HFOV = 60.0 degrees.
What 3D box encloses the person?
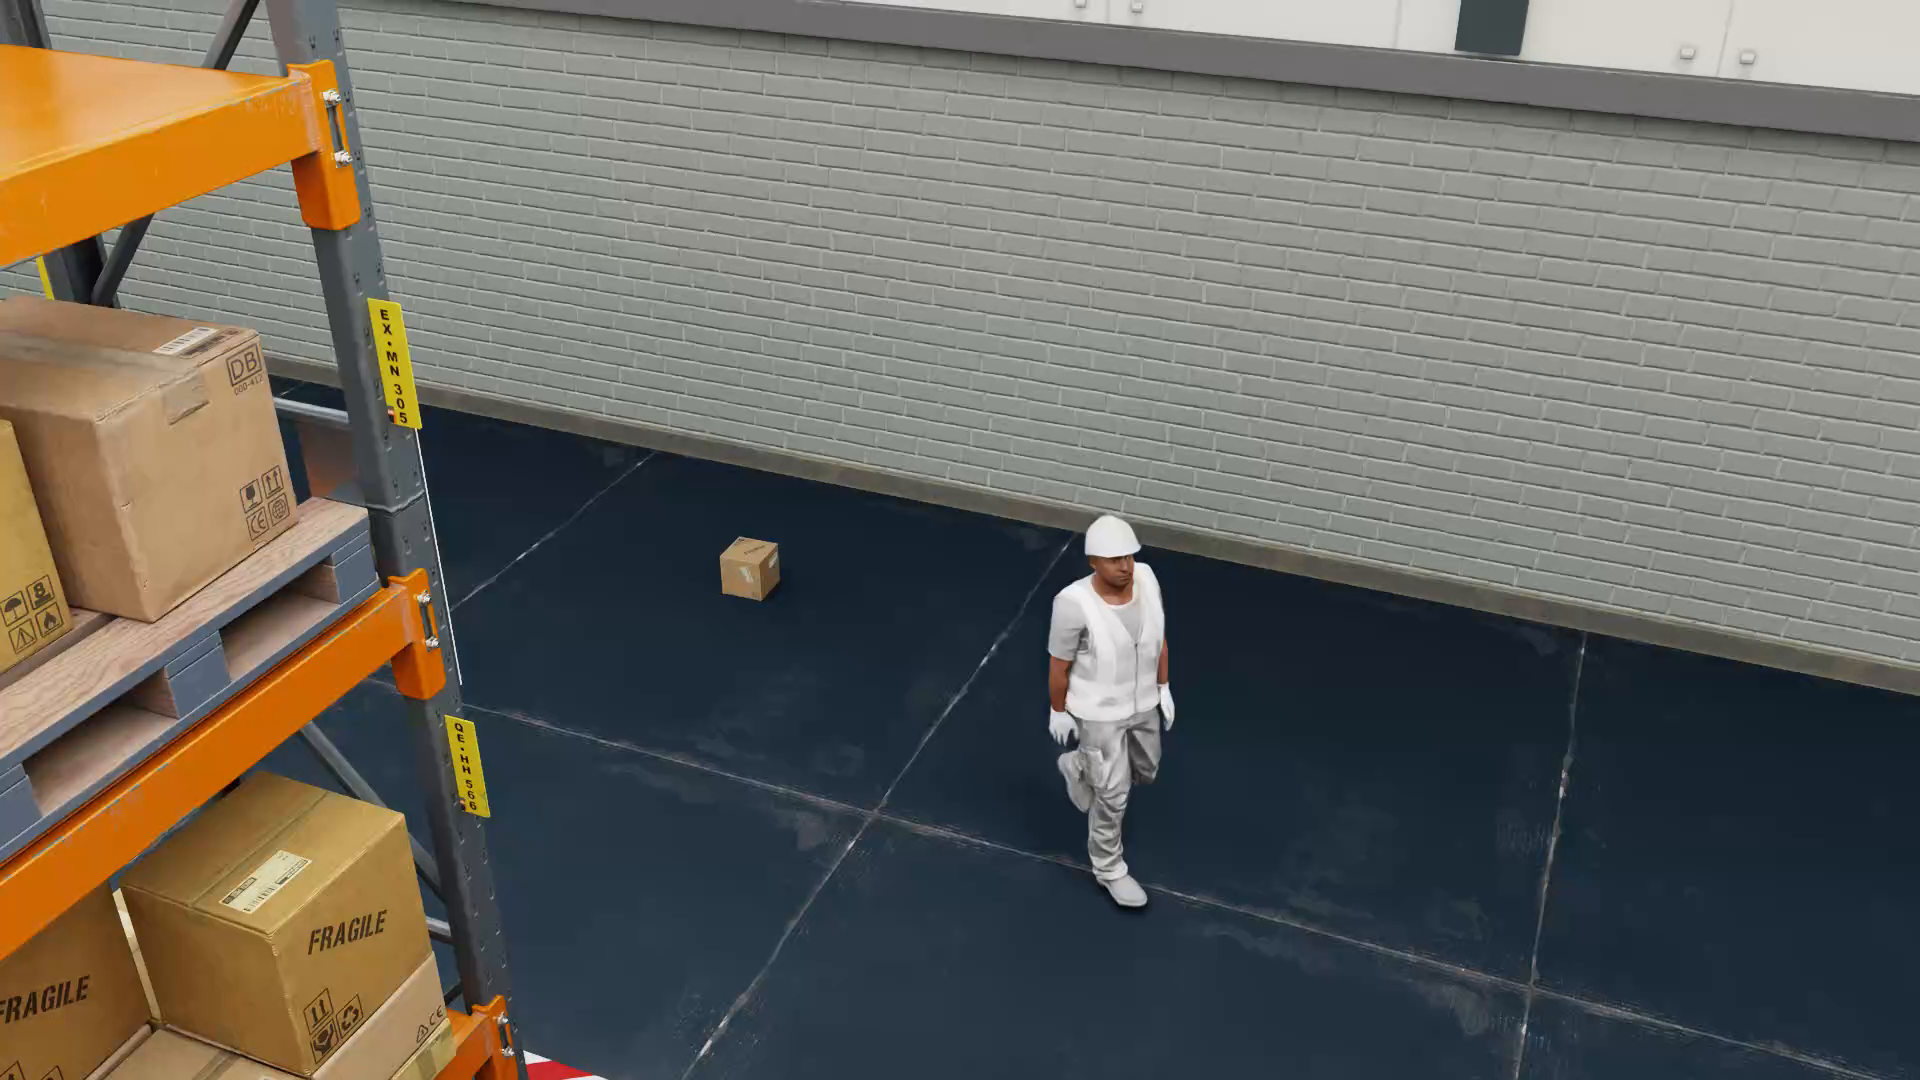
[{"bbox_3d":[0.630,0.678,7.144,0.547,1.764,0.787,-20,35,-31],"label":"person"}]
